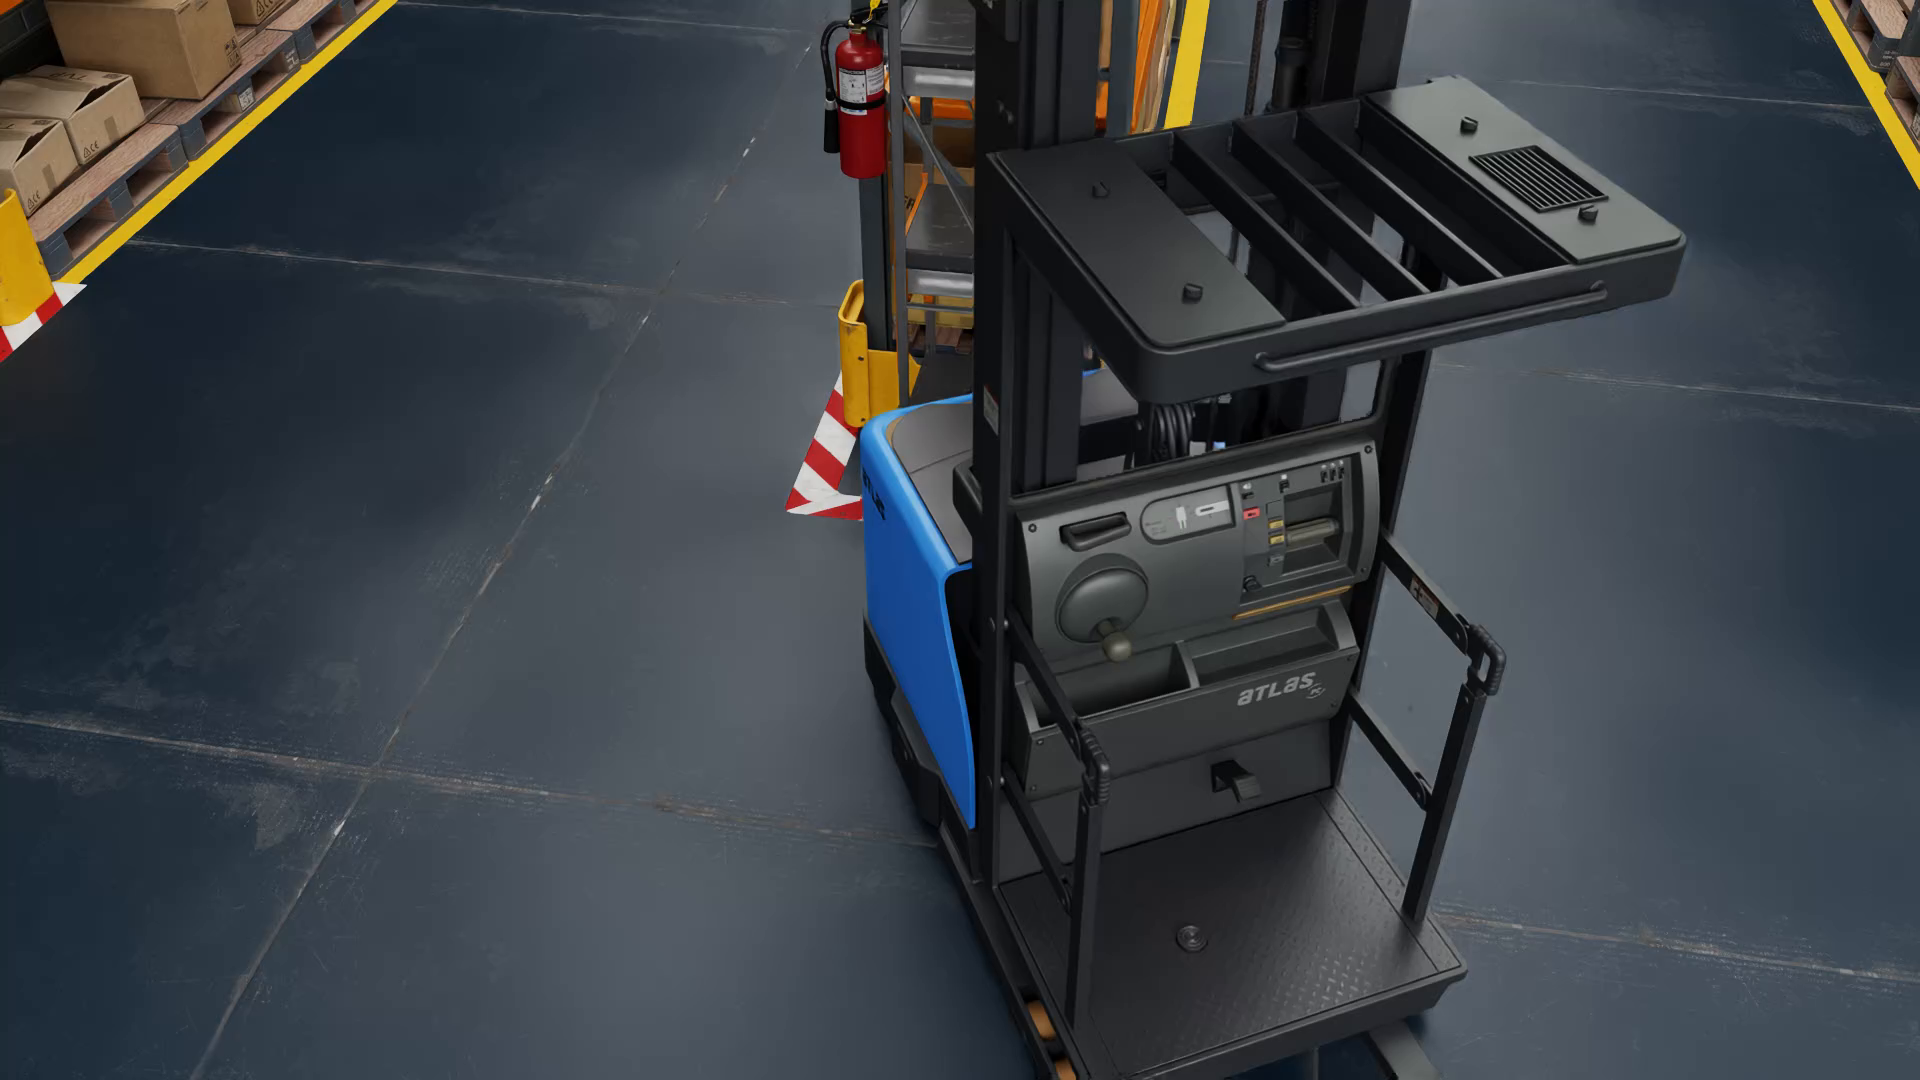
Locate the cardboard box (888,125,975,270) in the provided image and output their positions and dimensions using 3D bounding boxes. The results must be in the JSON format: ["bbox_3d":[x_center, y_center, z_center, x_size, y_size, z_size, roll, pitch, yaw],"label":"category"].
[{"bbox_3d":[-0.079,-1.443,6.881,0.500,0.500,0.500,6,40,8],"label":"cardboard box"}]

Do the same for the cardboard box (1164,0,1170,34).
[{"bbox_3d":[0.851,-2.956,8.711,0.500,0.500,0.500,6,40,8],"label":"cardboard box"}]

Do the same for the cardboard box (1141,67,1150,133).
[{"bbox_3d":[0.592,-2.015,7.573,0.500,0.500,0.500,6,40,8],"label":"cardboard box"}]

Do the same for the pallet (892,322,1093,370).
[{"bbox_3d":[0.213,-1.092,7.405,1.003,0.211,1.213,6,40,8],"label":"pallet"}]

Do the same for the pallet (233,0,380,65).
[{"bbox_3d":[-4.147,-3.237,9.999,1.003,0.211,1.213,6,40,8],"label":"pallet"}]

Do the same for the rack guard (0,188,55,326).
[{"bbox_3d":[-4.745,-1.311,7.443,1.175,0.500,0.348,6,40,8],"label":"rack guard"}]

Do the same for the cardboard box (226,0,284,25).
[{"bbox_3d":[-4.206,-3.287,9.488,0.500,0.500,0.500,4,40,4],"label":"cardboard box"}]

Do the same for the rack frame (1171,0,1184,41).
[{"bbox_3d":[0.814,-4.193,8.967,1.000,3.000,0.127,6,40,8],"label":"rack frame"}]

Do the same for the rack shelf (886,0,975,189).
[{"bbox_3d":[0.029,-1.442,5.269,0.431,0.518,0.480,6,40,8],"label":"rack shelf"}]

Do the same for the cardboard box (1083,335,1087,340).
[{"bbox_3d":[0.434,-1.097,7.051,0.500,0.250,0.500,6,40,8],"label":"cardboard box"}]

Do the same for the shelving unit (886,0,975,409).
[{"bbox_3d":[0.029,-0.913,5.707,0.431,2.100,0.503,6,40,8],"label":"shelving unit"}]

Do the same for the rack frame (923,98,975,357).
[{"bbox_3d":[0.071,-1.066,5.892,0.400,2.100,0.015,6,40,8],"label":"rack frame"}]

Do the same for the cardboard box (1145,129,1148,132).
[{"bbox_3d":[0.603,-1.724,7.810,0.500,0.250,0.500,6,40,8],"label":"cardboard box"}]

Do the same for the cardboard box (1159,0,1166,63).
[{"bbox_3d":[0.768,-2.642,8.331,0.500,0.500,0.500,6,40,8],"label":"cardboard box"}]

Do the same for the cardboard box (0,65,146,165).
[{"bbox_3d":[-4.451,-2.142,8.251,0.500,0.311,0.500,10,41,11],"label":"cardboard box"}]

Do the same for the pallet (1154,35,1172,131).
[{"bbox_3d":[0.635,-2.624,9.258,1.003,0.211,1.213,6,40,8],"label":"pallet"}]

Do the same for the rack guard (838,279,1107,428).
[{"bbox_3d":[0.118,-0.704,6.709,1.175,0.500,0.348,6,40,8],"label":"rack guard"}]

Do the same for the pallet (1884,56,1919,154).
[{"bbox_3d":[5.535,-2.153,8.688,1.003,0.211,1.213,6,40,8],"label":"pallet"}]

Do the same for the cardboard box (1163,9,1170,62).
[{"bbox_3d":[0.853,-2.667,8.950,0.500,0.250,0.500,6,40,8],"label":"cardboard box"}]

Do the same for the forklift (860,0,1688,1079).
[{"bbox_3d":[0.663,0.098,3.831,1.130,2.935,3.031,-13,41,-15],"label":"forklift"}]

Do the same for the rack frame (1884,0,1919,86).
[{"bbox_3d":[5.692,-3.644,8.304,1.000,3.000,0.127,6,40,8],"label":"rack frame"}]

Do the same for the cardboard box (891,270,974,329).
[{"bbox_3d":[-0.076,-1.154,7.120,0.500,0.250,0.500,6,40,8],"label":"cardboard box"}]

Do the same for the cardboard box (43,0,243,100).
[{"bbox_3d":[-4.275,-2.669,8.741,0.700,0.500,0.500,4,40,5],"label":"cardboard box"}]

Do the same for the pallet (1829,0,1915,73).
[{"bbox_3d":[5.790,-3.067,9.793,1.003,0.211,1.213,6,40,8],"label":"pallet"}]

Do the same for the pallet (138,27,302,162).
[{"bbox_3d":[-4.356,-2.469,9.070,1.003,0.211,1.213,6,40,8],"label":"pallet"}]

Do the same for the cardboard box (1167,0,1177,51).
[{"bbox_3d":[0.949,-2.980,9.328,0.500,0.250,0.500,6,40,8],"label":"cardboard box"}]

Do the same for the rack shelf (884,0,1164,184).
[{"bbox_3d":[0.468,-2.660,7.678,1.077,0.370,4.000,6,40,8],"label":"rack shelf"}]

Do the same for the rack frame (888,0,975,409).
[{"bbox_3d":[-0.014,-0.760,5.521,0.400,2.100,0.015,6,40,8],"label":"rack frame"}]

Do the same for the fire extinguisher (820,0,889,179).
[{"bbox_3d":[-0.356,-1.630,5.928,0.296,0.674,0.183,6,40,8],"label":"fire extinguisher"}]

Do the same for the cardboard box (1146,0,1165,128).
[{"bbox_3d":[0.696,-2.327,7.950,0.500,0.500,0.500,6,40,8],"label":"cardboard box"}]

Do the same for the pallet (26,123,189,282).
[{"bbox_3d":[-4.569,-1.705,8.147,1.003,0.211,1.213,6,40,8],"label":"pallet"}]

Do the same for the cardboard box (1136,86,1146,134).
[{"bbox_3d":[0.518,-1.700,7.191,0.500,0.500,0.500,6,40,8],"label":"cardboard box"}]

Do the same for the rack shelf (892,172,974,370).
[{"bbox_3d":[0.029,-0.903,5.715,0.431,0.518,0.480,6,40,8],"label":"rack shelf"}]

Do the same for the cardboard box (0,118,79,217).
[{"bbox_3d":[-4.550,-1.784,7.818,0.500,0.311,0.500,2,40,3],"label":"cardboard box"}]

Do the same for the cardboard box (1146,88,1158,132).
[{"bbox_3d":[0.695,-2.038,8.189,0.500,0.250,0.500,6,40,8],"label":"cardboard box"}]

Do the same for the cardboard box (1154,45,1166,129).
[{"bbox_3d":[0.781,-2.352,8.569,0.500,0.250,0.500,6,40,8],"label":"cardboard box"}]

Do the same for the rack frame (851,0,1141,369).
[{"bbox_3d":[0.122,-1.682,5.931,1.000,3.000,0.127,6,40,8],"label":"rack frame"}]

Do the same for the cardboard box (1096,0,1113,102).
[{"bbox_3d":[0.215,-2.012,6.252,0.700,0.500,0.500,6,40,8],"label":"cardboard box"}]

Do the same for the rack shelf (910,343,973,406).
[{"bbox_3d":[0.029,-0.363,6.161,0.431,0.518,0.480,6,40,8],"label":"rack shelf"}]
